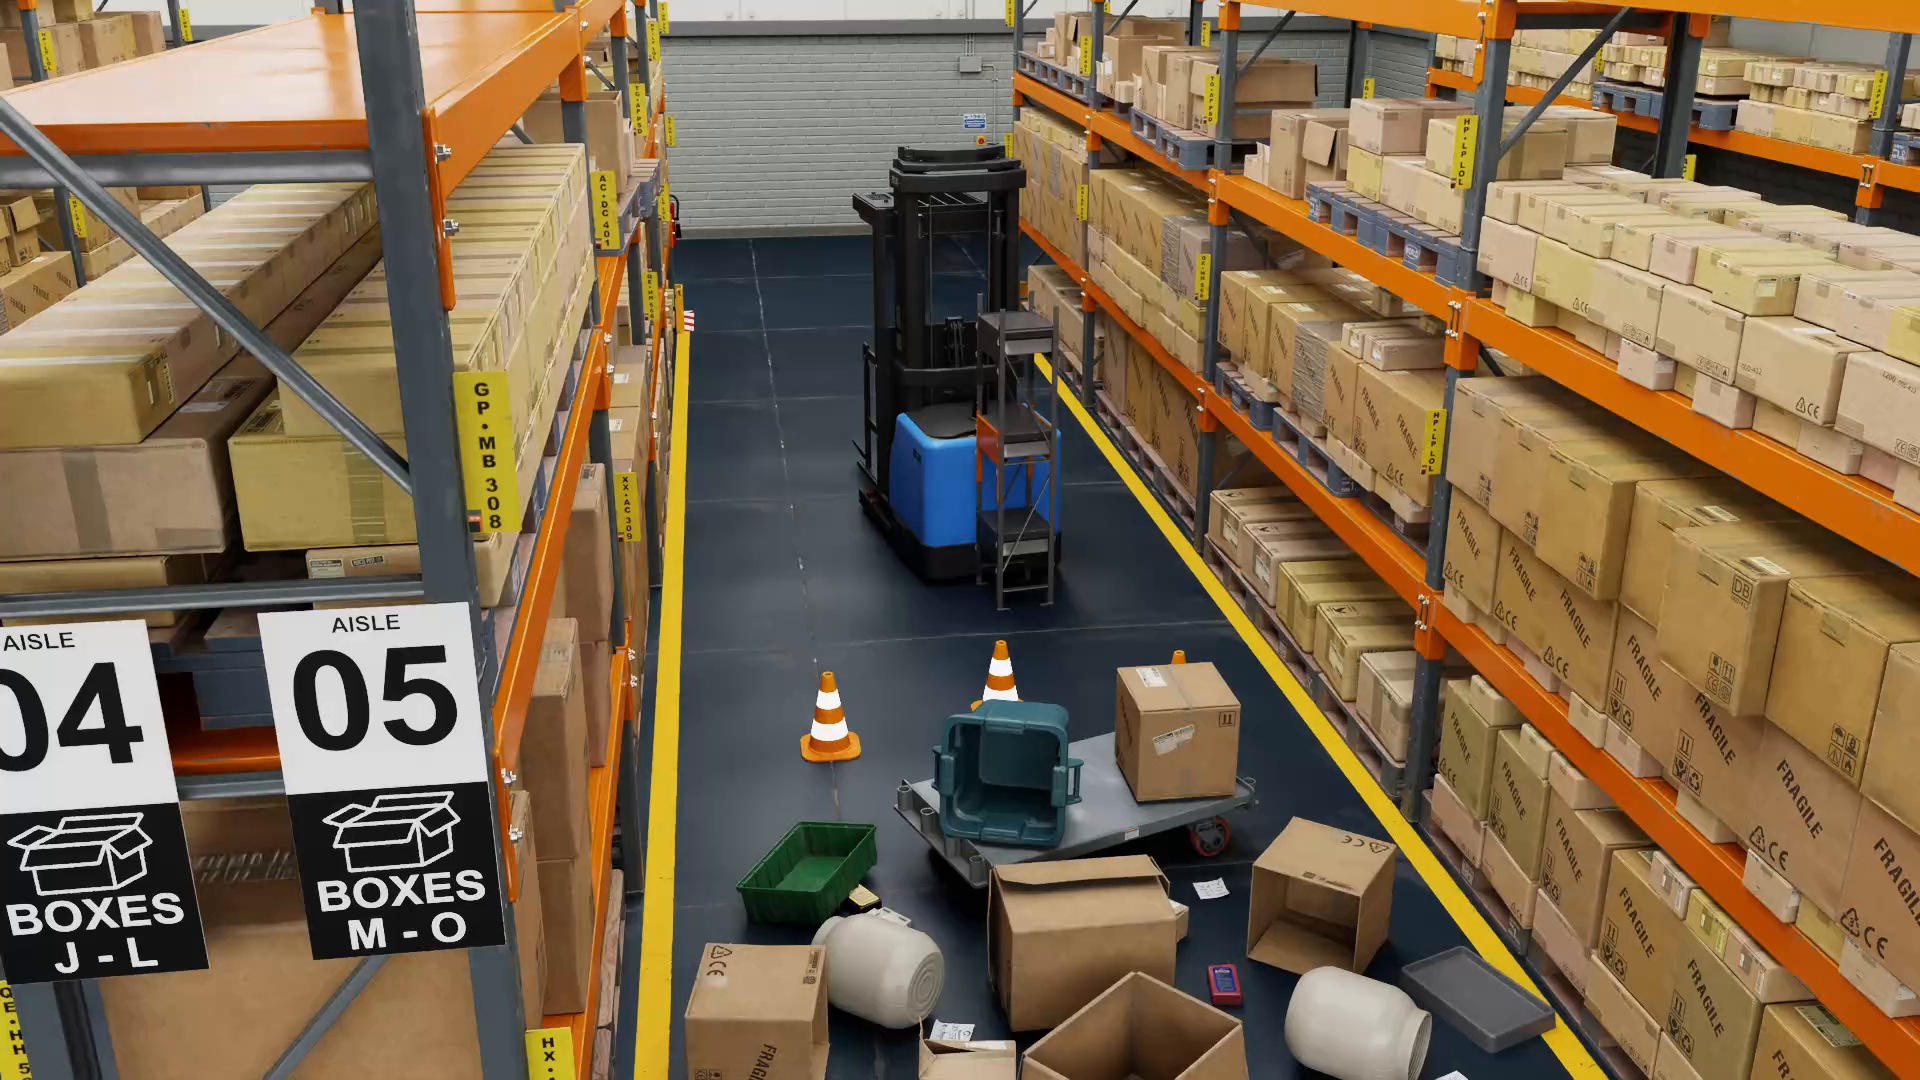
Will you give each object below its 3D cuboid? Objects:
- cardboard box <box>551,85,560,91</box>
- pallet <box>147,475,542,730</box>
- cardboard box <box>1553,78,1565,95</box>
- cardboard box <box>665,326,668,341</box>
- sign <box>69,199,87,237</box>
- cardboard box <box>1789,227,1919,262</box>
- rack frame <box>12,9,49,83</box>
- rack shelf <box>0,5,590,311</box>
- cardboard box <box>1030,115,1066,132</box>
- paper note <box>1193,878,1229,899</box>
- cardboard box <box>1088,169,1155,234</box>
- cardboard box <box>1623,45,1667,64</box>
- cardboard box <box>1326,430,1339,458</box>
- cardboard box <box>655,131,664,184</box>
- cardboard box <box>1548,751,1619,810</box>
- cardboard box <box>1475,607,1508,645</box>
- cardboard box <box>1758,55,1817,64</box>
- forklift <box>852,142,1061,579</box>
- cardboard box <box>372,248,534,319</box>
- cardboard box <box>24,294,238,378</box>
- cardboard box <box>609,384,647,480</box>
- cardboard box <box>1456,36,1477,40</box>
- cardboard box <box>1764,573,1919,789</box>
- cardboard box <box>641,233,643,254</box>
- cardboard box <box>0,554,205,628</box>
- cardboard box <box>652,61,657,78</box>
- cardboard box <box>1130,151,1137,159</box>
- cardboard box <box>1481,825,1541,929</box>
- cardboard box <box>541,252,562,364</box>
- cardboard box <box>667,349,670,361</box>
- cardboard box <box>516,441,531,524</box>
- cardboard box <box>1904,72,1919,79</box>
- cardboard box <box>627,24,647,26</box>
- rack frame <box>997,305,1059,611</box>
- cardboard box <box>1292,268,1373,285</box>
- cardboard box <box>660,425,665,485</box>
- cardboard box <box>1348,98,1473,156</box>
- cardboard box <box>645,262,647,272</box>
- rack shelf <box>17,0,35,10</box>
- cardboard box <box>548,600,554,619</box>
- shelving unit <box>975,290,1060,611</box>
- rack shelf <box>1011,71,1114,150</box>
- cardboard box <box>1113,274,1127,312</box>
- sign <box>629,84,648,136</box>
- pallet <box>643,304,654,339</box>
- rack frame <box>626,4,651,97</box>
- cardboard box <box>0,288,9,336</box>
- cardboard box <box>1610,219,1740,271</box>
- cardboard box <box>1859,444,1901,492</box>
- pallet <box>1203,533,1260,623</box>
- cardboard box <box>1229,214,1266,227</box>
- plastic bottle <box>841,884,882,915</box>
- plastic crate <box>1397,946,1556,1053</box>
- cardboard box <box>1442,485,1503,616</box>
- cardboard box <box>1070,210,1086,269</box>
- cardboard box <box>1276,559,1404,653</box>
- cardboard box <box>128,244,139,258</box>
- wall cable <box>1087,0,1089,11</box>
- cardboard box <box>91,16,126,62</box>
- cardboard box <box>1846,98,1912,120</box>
[{"bbox_3d":[-3.107,-3.043,12.146,0.500,0.500,0.500,-3,21,-8],"label":"cardboard box"},{"bbox_3d":[-1.584,0.090,4.029,1.003,0.211,1.213,-3,21,-8],"label":"pallet"},{"bbox_3d":[6.192,-4.557,16.702,0.380,0.149,0.250,-2,21,-6],"label":"cardboard box"},{"bbox_3d":[-3.124,-2.080,16.621,0.380,0.149,0.250,-2,21,-7],"label":"cardboard box"},{"bbox_3d":[-7.584,-2.766,14.293,0.100,0.325,0.005,-3,21,-8],"label":"sign"},{"bbox_3d":[3.355,-1.077,6.244,0.380,0.149,0.250,-3,21,-7],"label":"cardboard box"},{"bbox_3d":[-8.120,-5.040,13.350,1.000,3.000,0.127,-3,21,-8],"label":"rack frame"},{"bbox_3d":[-1.755,-1.269,4.852,1.077,0.370,4.000,-3,21,-8],"label":"rack shelf"},{"bbox_3d":[0.976,-4.524,18.042,0.380,0.149,0.250,-4,21,-10],"label":"cardboard box"},{"bbox_3d":[1.228,1.700,8.120,0.148,0.019,0.142,-3,21,-8],"label":"paper note"},{"bbox_3d":[1.466,-3.078,15.099,0.500,0.500,0.500,-3,21,-7],"label":"cardboard box"},{"bbox_3d":[6.316,-4.438,15.214,0.380,0.149,0.250,-3,21,-7],"label":"cardboard box"},{"bbox_3d":[2.360,-0.557,9.680,0.380,0.149,0.250,-3,21,-8],"label":"cardboard box"},{"bbox_3d":[-3.225,-3.801,16.608,0.500,0.500,0.500,-4,21,-10],"label":"cardboard box"},{"bbox_3d":[2.734,1.011,7.052,0.380,0.149,0.250,-2,21,-5],"label":"cardboard box"},{"bbox_3d":[2.656,0.368,7.803,0.380,0.149,0.250,-2,21,-6],"label":"cardboard box"},{"bbox_3d":[7.005,-4.022,14.100,0.380,0.149,0.250,-2,21,-6],"label":"cardboard box"},{"bbox_3d":[-0.178,-1.582,12.762,1.130,2.935,3.031,-6,21,-16],"label":"forklift"},{"bbox_3d":[-1.346,-0.679,4.435,0.380,0.149,0.250,-3,21,-9],"label":"cardboard box"},{"bbox_3d":[-1.923,-0.470,3.876,0.380,0.149,0.250,-3,21,-7],"label":"cardboard box"},{"bbox_3d":[-2.147,-0.619,9.943,0.500,0.500,0.500,-3,21,-9],"label":"cardboard box"},{"bbox_3d":[5.892,-5.732,18.562,0.500,0.250,0.500,-3,21,-8],"label":"cardboard box"},{"bbox_3d":[3.061,0.429,5.284,0.700,0.500,0.500,-3,21,-7],"label":"cardboard box"},{"bbox_3d":[-2.871,-2.491,14.008,0.380,0.149,0.250,-4,21,-9],"label":"cardboard box"},{"bbox_3d":[-1.850,0.080,3.542,0.380,0.149,0.250,-3,21,-8],"label":"cardboard box"},{"bbox_3d":[-3.155,-4.541,15.799,0.500,0.250,0.500,-3,21,-7],"label":"cardboard box"},{"bbox_3d":[1.845,-3.759,15.995,0.380,0.149,0.250,-3,21,-7],"label":"cardboard box"},{"bbox_3d":[2.746,1.534,7.653,0.500,0.250,0.500,-2,21,-5],"label":"cardboard box"},{"bbox_3d":[-1.502,-0.712,5.096,0.500,0.250,0.500,-3,21,-8],"label":"cardboard box"},{"bbox_3d":[-3.159,-1.896,16.980,0.380,0.149,0.250,-3,21,-9],"label":"cardboard box"},{"bbox_3d":[-1.272,-0.131,4.110,0.380,0.149,0.250,-3,21,-8],"label":"cardboard box"},{"bbox_3d":[7.388,-3.488,12.701,0.380,0.149,0.250,-3,21,-7],"label":"cardboard box"},{"bbox_3d":[-3.336,-5.130,16.807,0.380,0.149,0.250,-3,21,-9],"label":"cardboard box"},{"bbox_3d":[0.449,-0.518,11.101,0.400,2.100,0.015,-6,21,-16],"label":"rack frame"},{"bbox_3d":[2.604,-1.584,11.503,0.500,0.500,0.500,-4,21,-9],"label":"cardboard box"},{"bbox_3d":[-2.624,-0.695,13.263,0.500,0.500,0.500,-3,21,-9],"label":"cardboard box"},{"bbox_3d":[2.462,-2.272,9.125,0.500,0.250,0.500,-3,21,-7],"label":"cardboard box"},{"bbox_3d":[-2.906,-2.307,14.364,0.380,0.149,0.250,-3,21,-7],"label":"cardboard box"},{"bbox_3d":[-7.831,-3.824,11.692,1.077,0.370,4.000,-3,21,-8],"label":"rack shelf"},{"bbox_3d":[-1.804,0.440,5.494,0.875,0.550,0.500,-3,21,-8],"label":"cardboard box"},{"bbox_3d":[0.379,-0.600,11.320,0.431,2.100,0.503,-6,21,-16],"label":"shelving unit"},{"bbox_3d":[1.399,-4.491,17.193,1.077,0.370,4.000,-3,21,-8],"label":"rack shelf"},{"bbox_3d":[1.623,-2.137,14.364,0.500,0.250,0.500,-3,21,-8],"label":"cardboard box"},{"bbox_3d":[-2.070,-2.770,10.706,0.100,0.325,0.005,-3,21,-8],"label":"sign"},{"bbox_3d":[-2.946,-1.654,13.131,1.003,0.211,1.213,-3,21,-8],"label":"pallet"},{"bbox_3d":[-3.197,-5.256,13.926,1.000,3.000,0.127,-3,21,-8],"label":"rack frame"},{"bbox_3d":[-7.568,-1.603,12.578,0.500,0.500,0.500,-3,21,-8],"label":"cardboard box"},{"bbox_3d":[2.755,-1.139,6.412,0.380,0.149,0.250,-4,21,-10],"label":"cardboard box"},{"bbox_3d":[3.045,-0.241,5.147,0.380,0.149,0.250,-3,21,-7],"label":"cardboard box"},{"bbox_3d":[2.375,0.232,11.793,1.003,0.211,1.213,-3,21,-8],"label":"pallet"},{"bbox_3d":[2.353,-2.215,12.786,0.500,0.500,0.500,-3,21,-8],"label":"cardboard box"},{"bbox_3d":[-0.510,1.721,8.022,0.133,0.061,0.283,-15,25,-35],"label":"plastic bottle"},{"bbox_3d":[2.255,1.993,7.267,0.402,0.080,0.583,-11,23,-26],"label":"plastic crate"},{"bbox_3d":[2.628,0.020,7.807,0.500,0.500,0.500,-3,21,-8],"label":"cardboard box"},{"bbox_3d":[1.367,-2.924,16.116,0.500,0.500,0.500,-3,21,-7],"label":"cardboard box"},{"bbox_3d":[2.553,0.403,10.504,0.950,0.372,0.625,-2,21,-6],"label":"cardboard box"},{"bbox_3d":[-8.075,-2.827,15.786,0.500,0.250,0.500,-2,21,-6],"label":"cardboard box"},{"bbox_3d":[0.756,-8.917,23.730,2.355,3.000,0.029,-3,21,-8],"label":"wall cable"},{"bbox_3d":[-8.484,-4.756,15.989,0.700,0.500,0.500,-4,21,-11],"label":"cardboard box"},{"bbox_3d":[6.885,-3.229,12.432,0.380,0.149,0.250,-2,21,-7],"label":"cardboard box"}]
